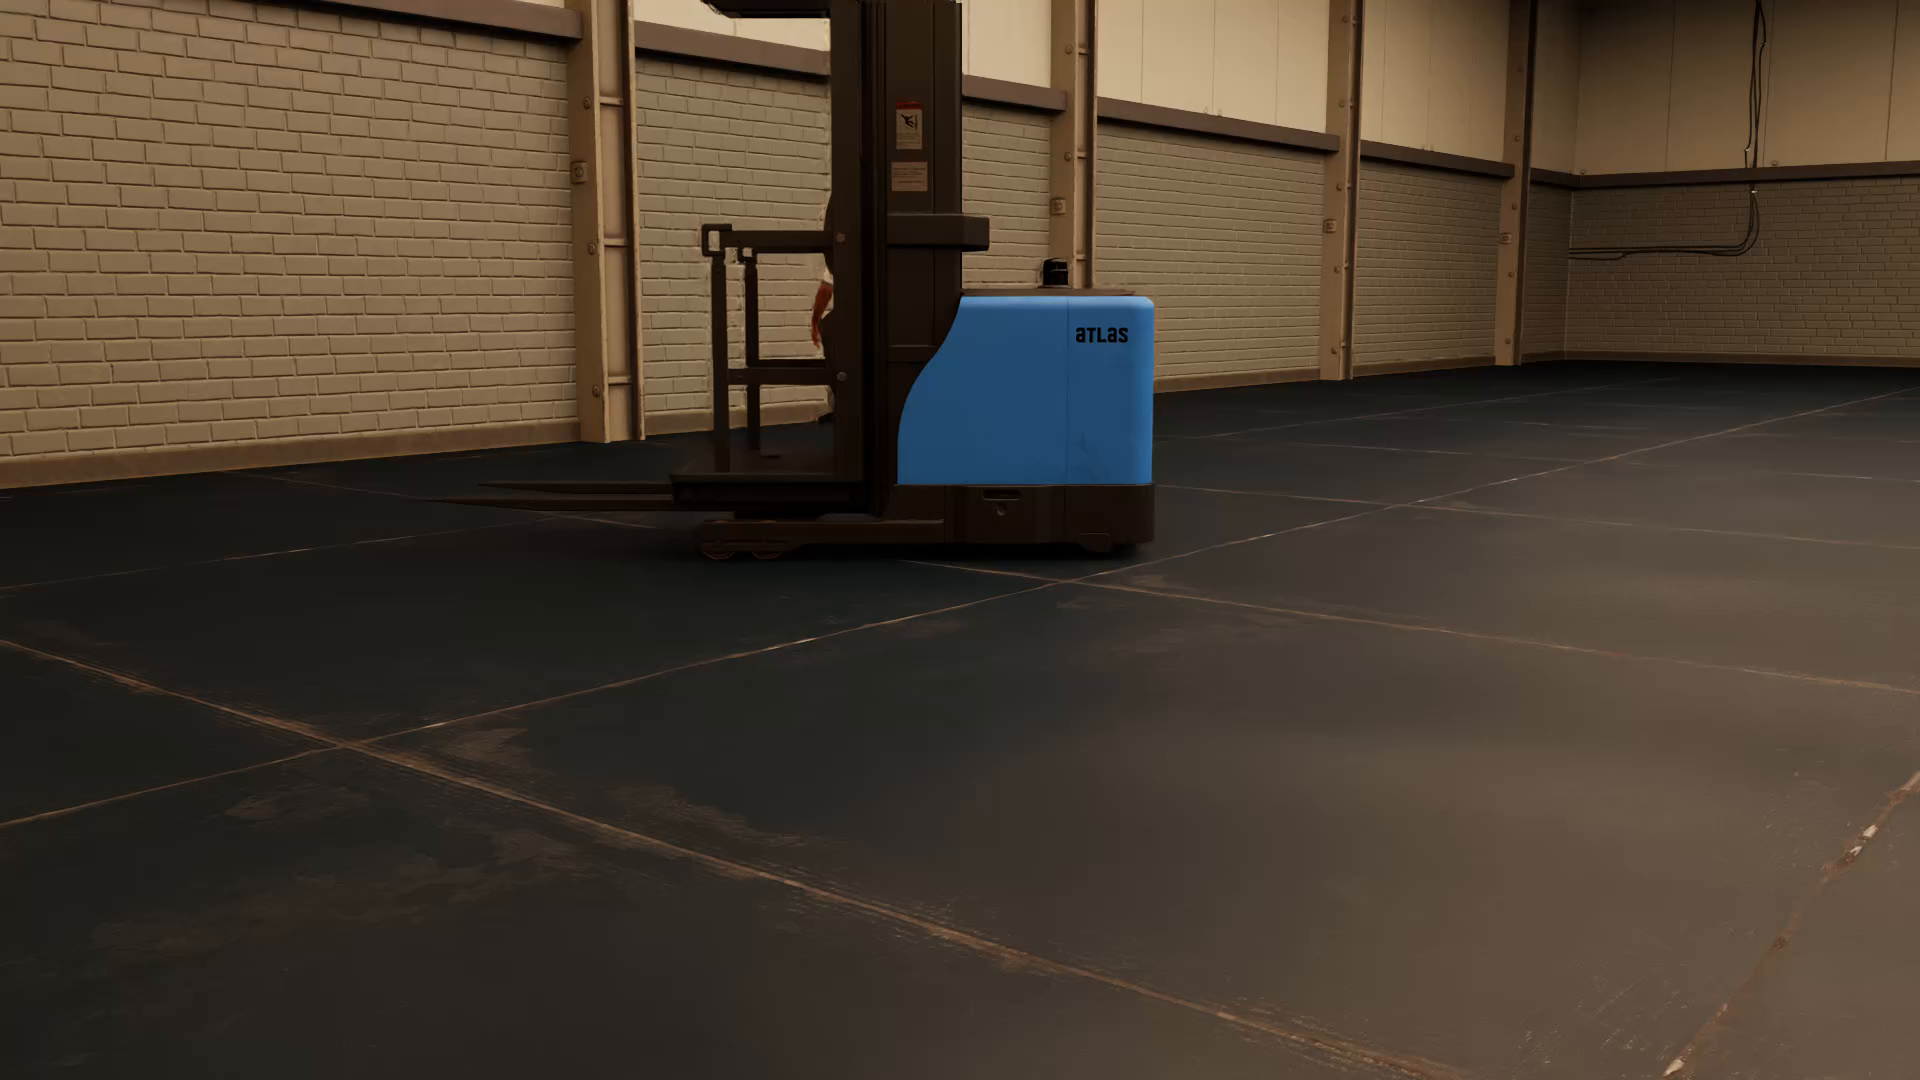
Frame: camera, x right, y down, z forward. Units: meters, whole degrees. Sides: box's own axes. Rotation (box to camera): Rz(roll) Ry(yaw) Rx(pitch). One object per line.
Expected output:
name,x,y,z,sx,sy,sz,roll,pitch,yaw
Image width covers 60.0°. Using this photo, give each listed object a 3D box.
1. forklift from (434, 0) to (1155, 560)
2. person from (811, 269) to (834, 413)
forklift,-0.705,-1.444,7.149,3.031,2.935,1.130,0,8,1
person,-0.541,-1.231,10.165,0.689,1.647,0.511,-2,9,-13
